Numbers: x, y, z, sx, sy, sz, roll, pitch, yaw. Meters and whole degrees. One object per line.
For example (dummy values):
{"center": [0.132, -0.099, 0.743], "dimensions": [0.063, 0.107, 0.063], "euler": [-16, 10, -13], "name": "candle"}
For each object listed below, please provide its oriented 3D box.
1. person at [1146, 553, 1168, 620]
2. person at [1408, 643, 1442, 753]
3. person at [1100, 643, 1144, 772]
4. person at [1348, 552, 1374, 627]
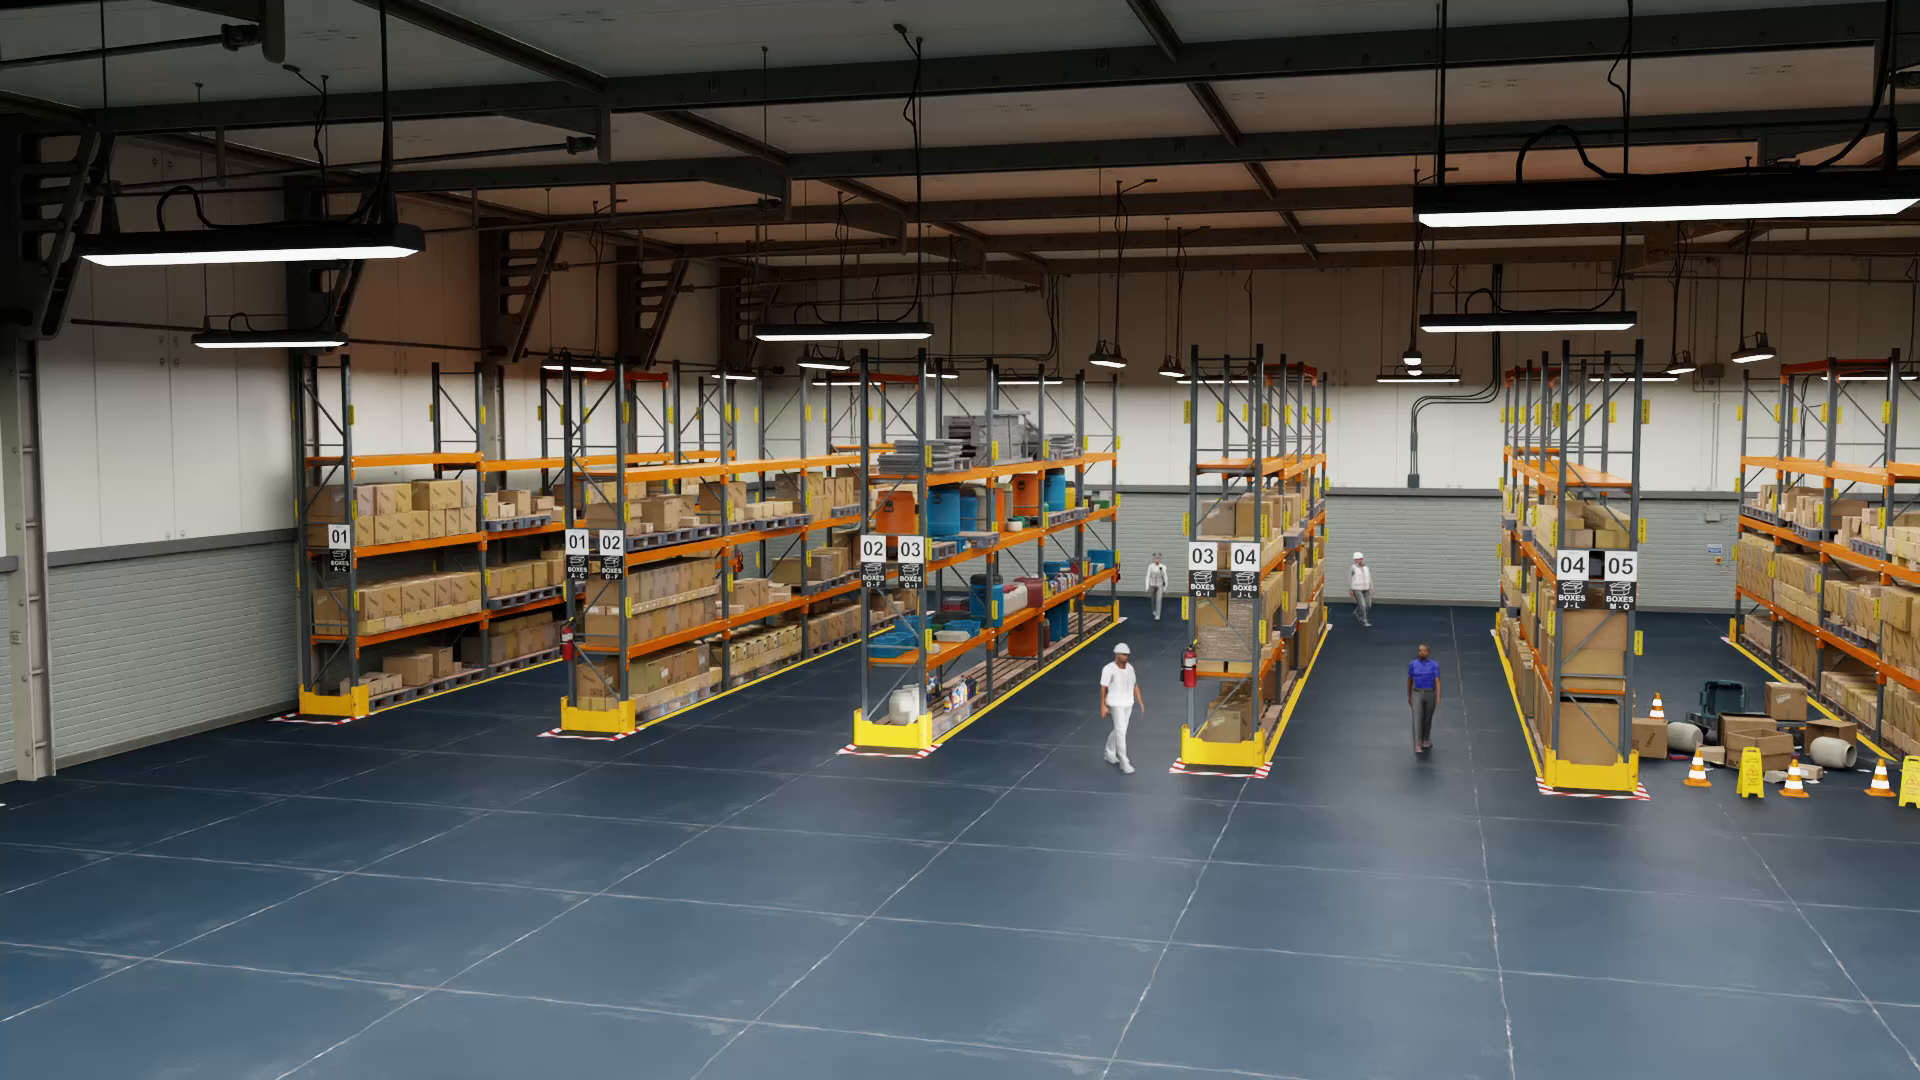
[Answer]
{"center": [4.833, 1.111, 40.793], "dimensions": [0.507, 1.620, 1.049], "euler": [1, 4, 15], "name": "person"}
{"center": [6.888, 2.337, 24.652], "dimensions": [0.473, 1.588, 0.990], "euler": [1, 4, 11], "name": "person"}
{"center": [2.322, 2.347, 23.622], "dimensions": [0.592, 1.747, 0.815], "euler": [-4, 6, -43], "name": "person"}
{"center": [9.481, 1.164, 39.380], "dimensions": [0.579, 1.749, 0.729], "euler": [-2, 5, -22], "name": "person"}
